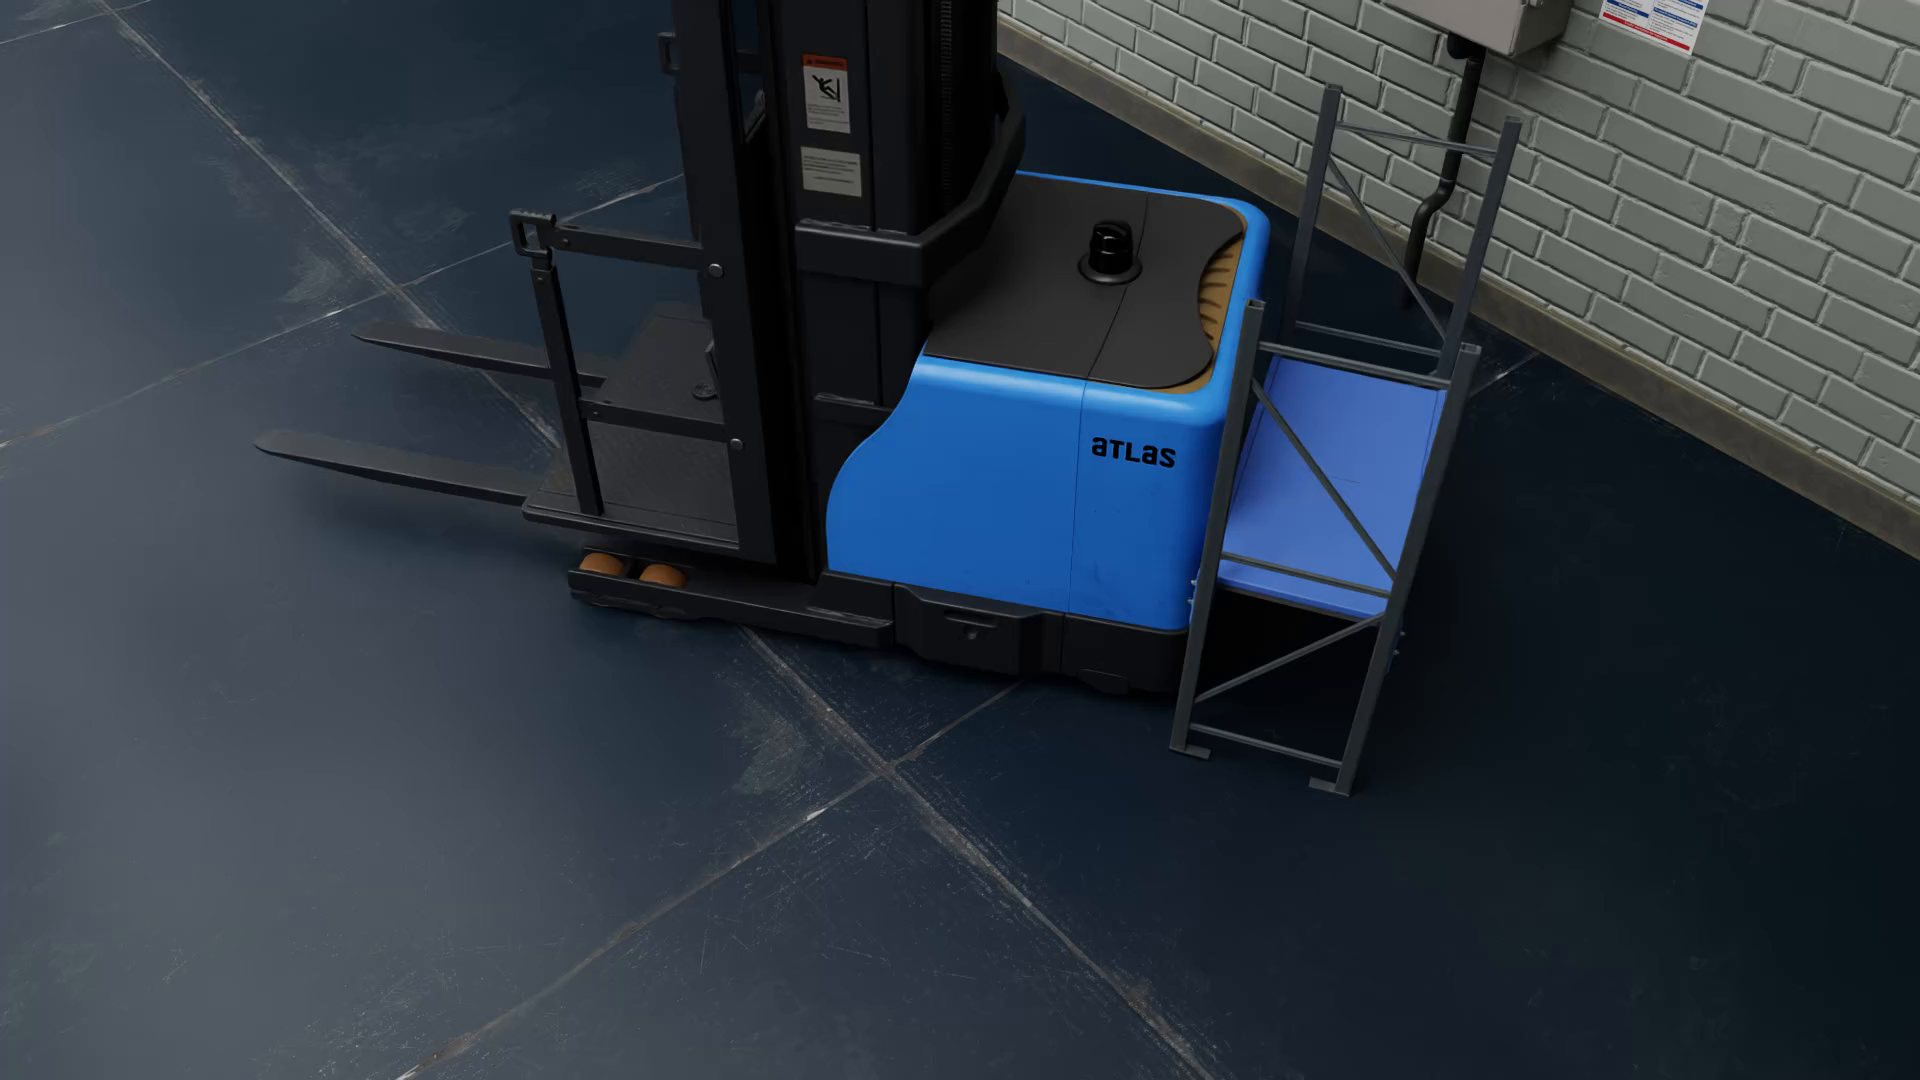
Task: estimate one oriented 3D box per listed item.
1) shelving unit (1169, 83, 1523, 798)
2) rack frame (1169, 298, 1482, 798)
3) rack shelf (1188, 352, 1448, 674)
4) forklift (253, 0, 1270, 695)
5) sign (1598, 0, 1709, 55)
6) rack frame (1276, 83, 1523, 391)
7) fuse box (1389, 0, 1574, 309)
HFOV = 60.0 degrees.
[{"bbox_3d":[1.001,-0.242,4.404,0.538,1.500,1.048,14,45,13],"label":"shelving unit"},{"bbox_3d":[0.838,0.087,4.053,0.500,1.500,0.032,14,45,13],"label":"rack frame"},{"bbox_3d":[0.997,-0.112,4.528,0.538,0.185,1.000,14,45,13],"label":"rack shelf"},{"bbox_3d":[-0.685,-1.173,4.358,3.031,2.935,1.130,10,44,10],"label":"forklift"},{"bbox_3d":[2.117,-1.739,4.980,0.001,0.494,0.329,-30,51,-28],"label":"sign"},{"bbox_3d":[1.164,-0.572,4.755,0.500,1.500,0.032,14,45,13],"label":"rack frame"},{"bbox_3d":[1.642,-1.472,5.568,0.414,1.711,0.539,-30,51,-28],"label":"fuse box"}]
